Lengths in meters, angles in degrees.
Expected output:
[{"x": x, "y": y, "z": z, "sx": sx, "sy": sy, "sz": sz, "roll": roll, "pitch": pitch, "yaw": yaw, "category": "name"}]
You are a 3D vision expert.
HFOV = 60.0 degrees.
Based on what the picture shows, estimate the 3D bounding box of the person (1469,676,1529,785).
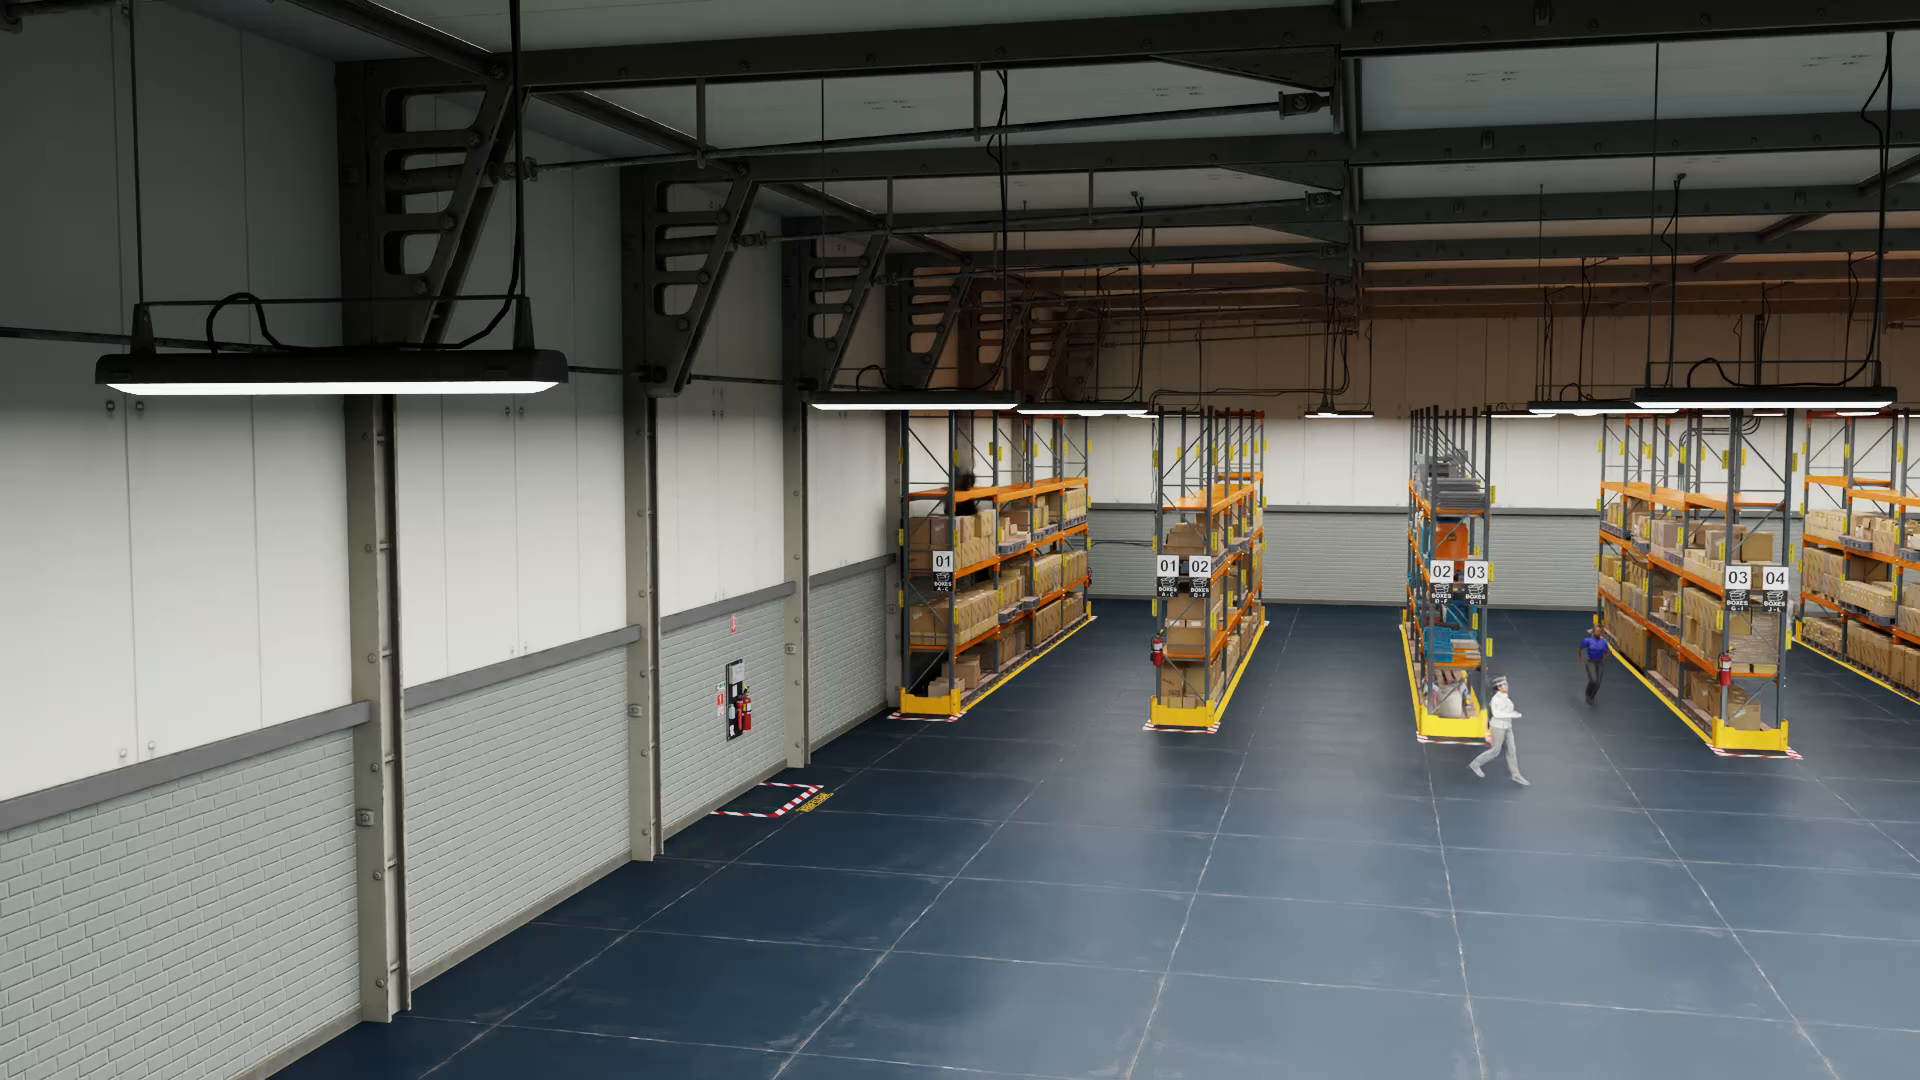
[{"x": 8.509, "y": 2.975, "z": 26.184, "sx": 0.920, "sy": 1.701, "sz": 0.612, "roll": 3, "pitch": 5, "yaw": 36, "category": "person"}]

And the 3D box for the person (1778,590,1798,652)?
[{"x": 19.625, "y": 2.009, "z": 39.588, "sx": 0.651, "sy": 1.738, "sz": 0.583, "roll": 1, "pitch": 4, "yaw": 11, "category": "person"}]

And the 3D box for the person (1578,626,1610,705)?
[{"x": 12.697, "y": 2.514, "z": 33.244, "sx": 0.543, "sy": 1.613, "sz": 0.715, "roll": 0, "pitch": 4, "yaw": 1, "category": "person"}]
